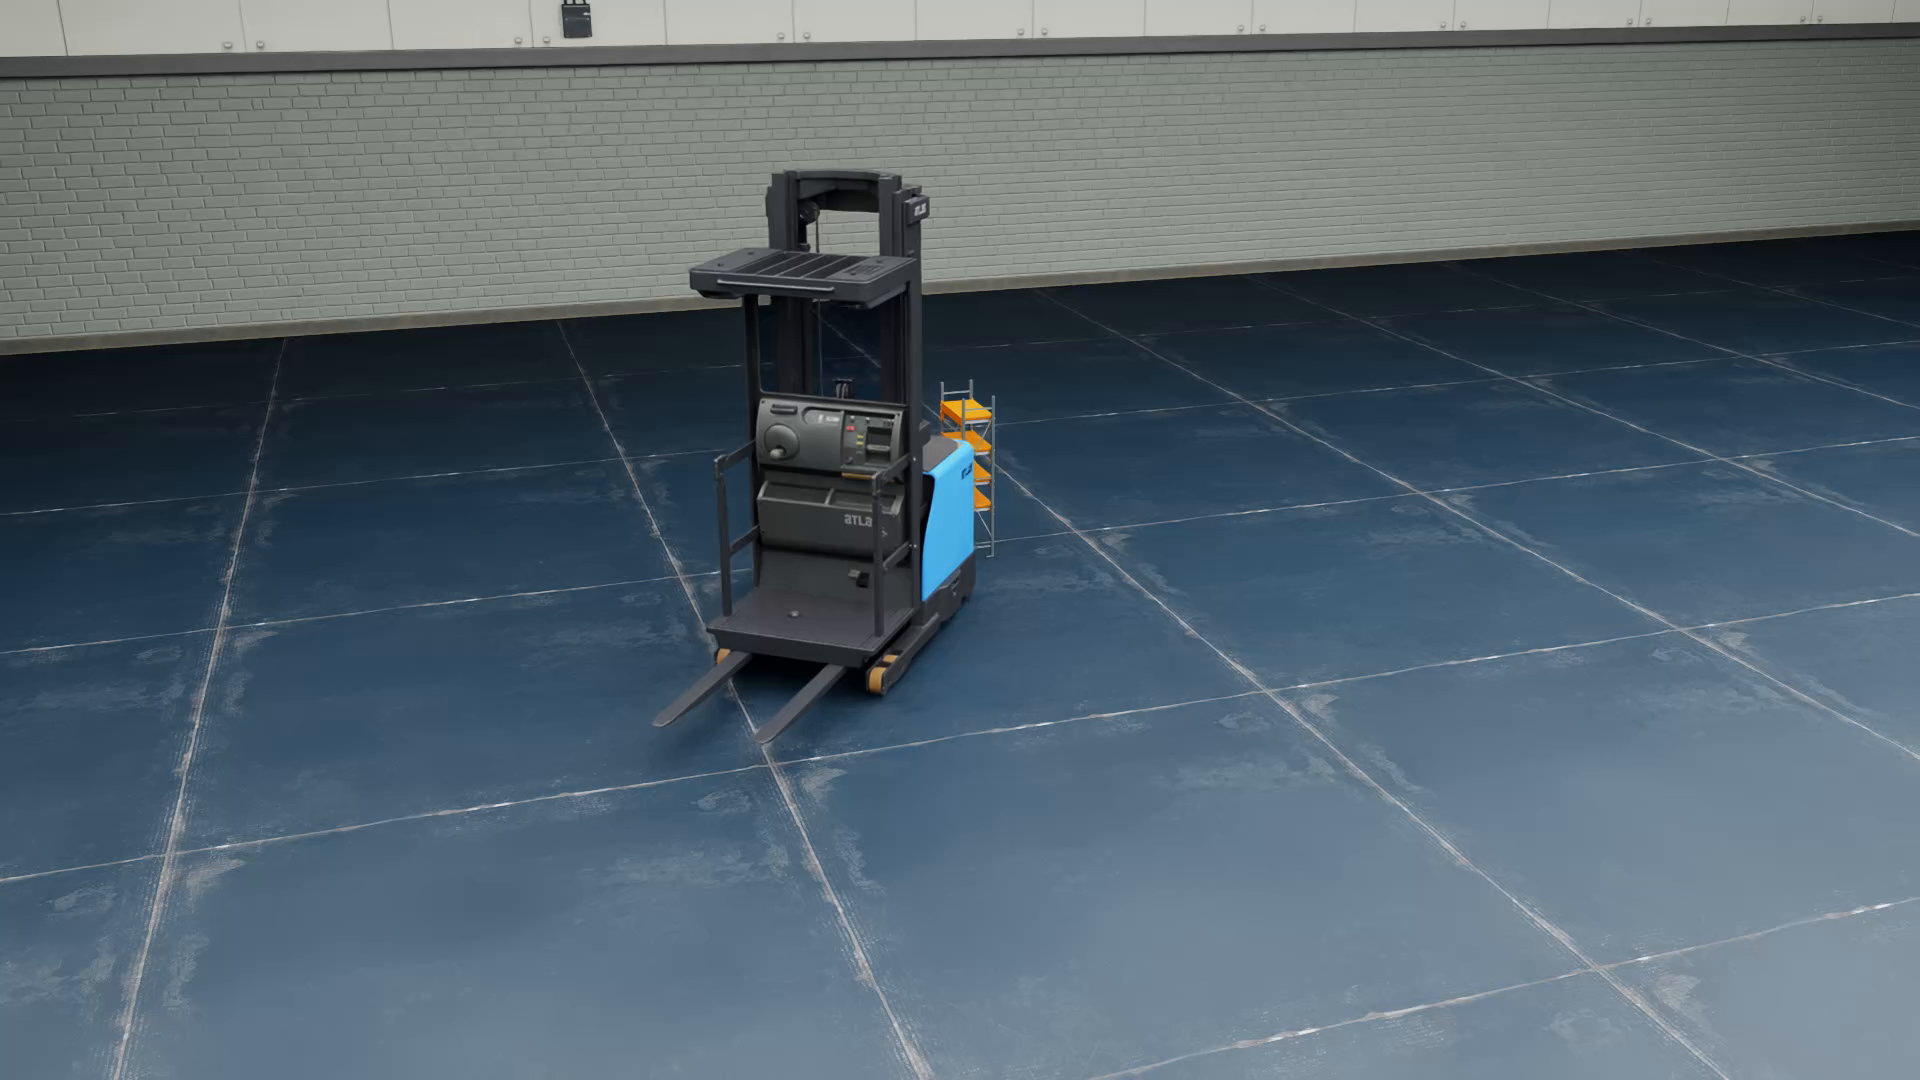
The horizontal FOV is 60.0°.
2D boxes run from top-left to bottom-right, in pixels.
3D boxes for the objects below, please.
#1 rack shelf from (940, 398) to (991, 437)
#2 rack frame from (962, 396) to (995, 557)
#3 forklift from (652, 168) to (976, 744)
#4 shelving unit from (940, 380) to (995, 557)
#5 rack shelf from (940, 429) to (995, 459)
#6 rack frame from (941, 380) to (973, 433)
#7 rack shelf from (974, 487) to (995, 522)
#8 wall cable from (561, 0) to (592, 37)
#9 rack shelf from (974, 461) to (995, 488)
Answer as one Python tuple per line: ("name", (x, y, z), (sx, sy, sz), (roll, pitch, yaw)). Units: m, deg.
("rack shelf", (0.052, -0.881, 11.933), (0.258, 0.148, 0.480), (-6, 21, -17))
("rack frame", (0.129, -0.433, 11.848), (0.240, 1.200, 0.015), (-6, 21, -17))
("forklift", (-0.855, -0.616, 9.797), (1.130, 2.935, 3.031), (7, 21, 18))
("shelving unit", (0.052, -0.512, 12.066), (0.258, 1.200, 0.503), (-6, 21, -17))
("rack shelf", (0.052, -0.659, 12.013), (0.258, 0.148, 0.480), (-6, 21, -17))
("rack frame", (-0.025, -0.590, 12.284), (0.240, 1.200, 0.015), (-6, 21, -17))
("rack shelf", (0.052, -0.261, 12.156), (0.258, 0.148, 0.480), (-6, 21, -17))
("wall cable", (-3.354, -8.603, 18.026), (2.305, 6.003, 0.169), (-6, 21, -17))
("rack shelf", (0.052, -0.448, 12.089), (0.258, 0.148, 0.480), (-6, 21, -17))
